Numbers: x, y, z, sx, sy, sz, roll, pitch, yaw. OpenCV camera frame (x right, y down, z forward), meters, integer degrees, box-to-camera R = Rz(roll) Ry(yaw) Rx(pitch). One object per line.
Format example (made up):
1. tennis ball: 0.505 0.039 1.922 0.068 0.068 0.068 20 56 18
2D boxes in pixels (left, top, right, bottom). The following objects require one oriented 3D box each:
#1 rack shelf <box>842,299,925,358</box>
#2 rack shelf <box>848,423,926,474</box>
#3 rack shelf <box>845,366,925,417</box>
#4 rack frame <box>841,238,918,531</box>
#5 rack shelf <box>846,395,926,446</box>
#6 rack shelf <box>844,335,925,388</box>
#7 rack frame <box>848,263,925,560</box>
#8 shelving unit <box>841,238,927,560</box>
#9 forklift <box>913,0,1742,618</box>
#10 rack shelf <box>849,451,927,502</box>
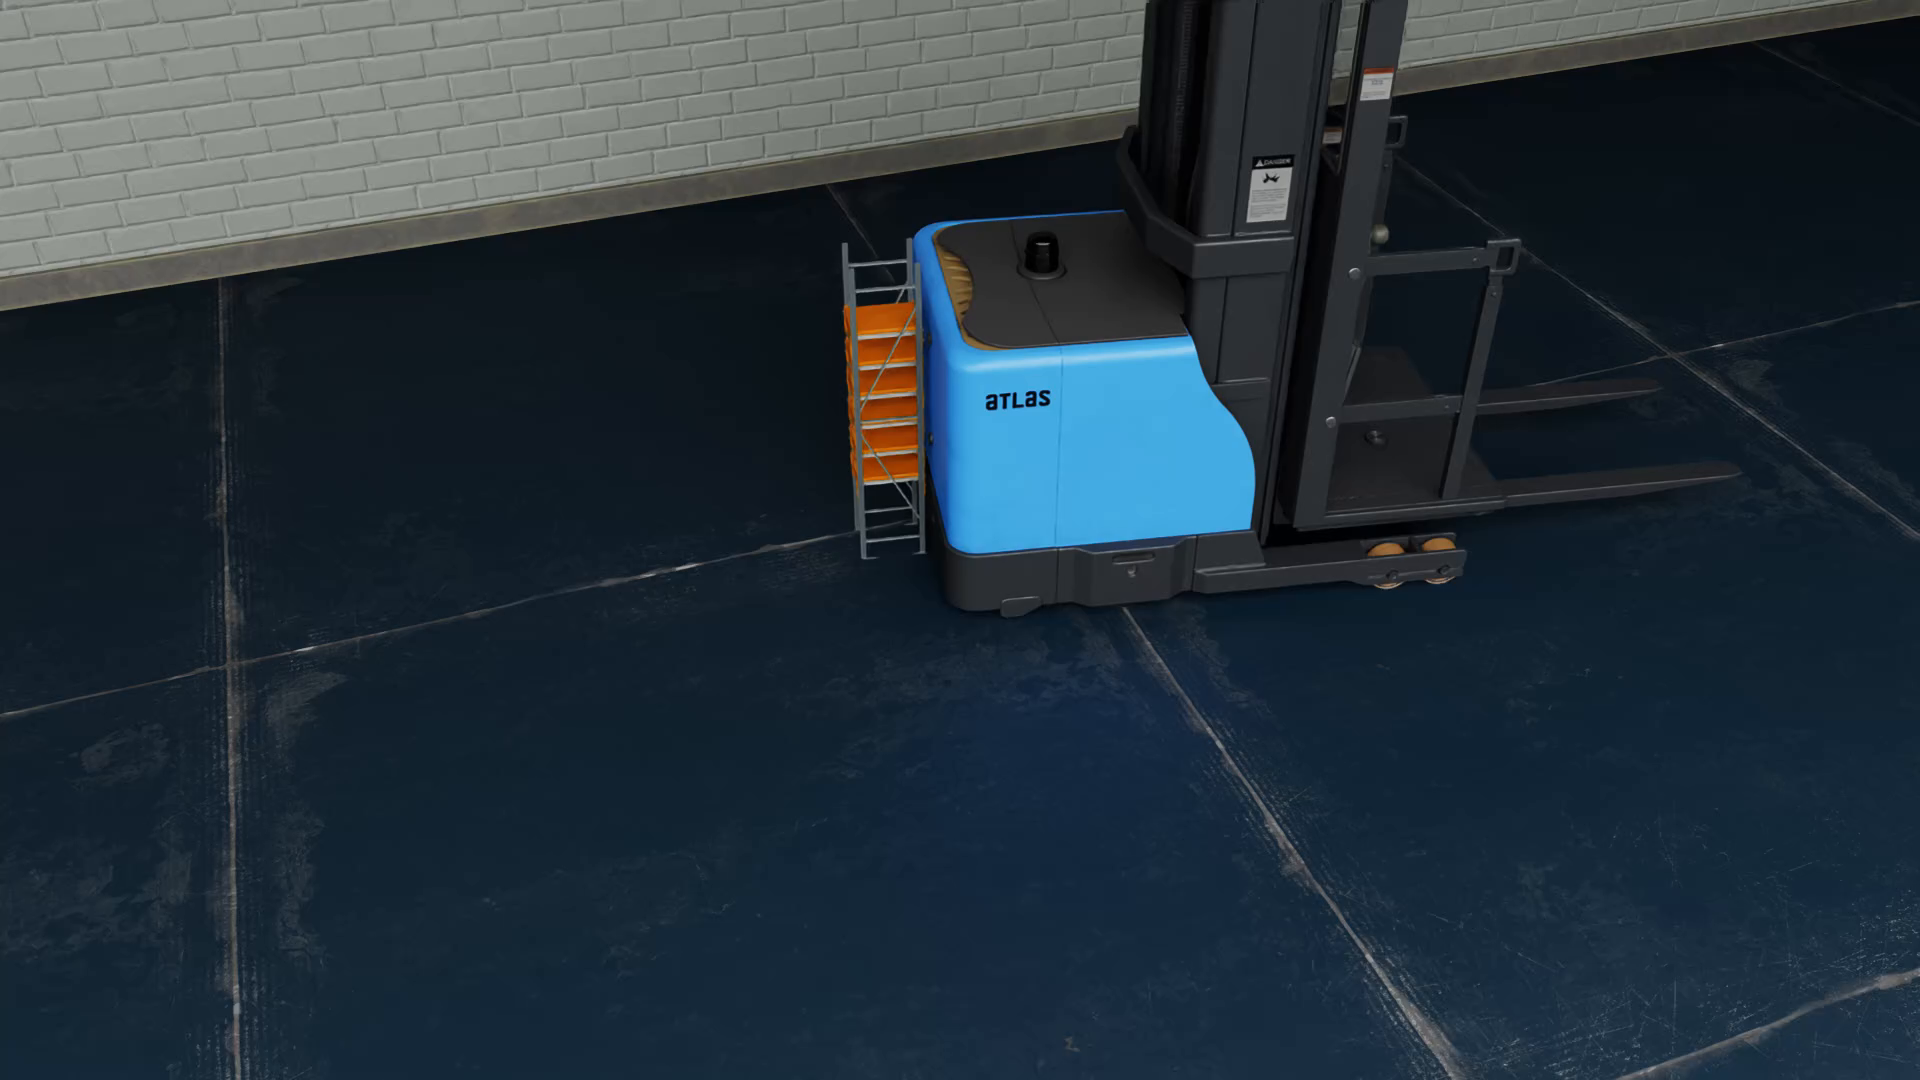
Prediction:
1. rack shelf: -0.263 -0.725 5.690 0.258 0.103 0.180 -6 37 -8
2. rack shelf: -0.263 -0.341 5.979 0.258 0.103 0.180 -6 37 -8
3. rack shelf: -0.263 -0.533 5.835 0.258 0.103 0.180 -6 37 -8
4. rack frame: -0.279 -0.527 5.952 0.240 1.200 0.006 -6 37 -8
5. rack shelf: -0.263 -0.437 5.907 0.258 0.103 0.180 -6 37 -8
6. rack shelf: -0.263 -0.629 5.762 0.258 0.103 0.180 -6 37 -8
7. rack frame: -0.247 -0.418 5.808 0.240 1.200 0.006 -6 37 -8
8. shelving unit: -0.263 -0.473 5.880 0.258 1.200 0.189 -6 37 -8
9. forklift: 1.379 -1.304 5.546 3.031 2.935 1.130 -5 37 -7
10. rack shelf: -0.263 -0.245 6.051 0.258 0.103 0.180 -6 37 -8
